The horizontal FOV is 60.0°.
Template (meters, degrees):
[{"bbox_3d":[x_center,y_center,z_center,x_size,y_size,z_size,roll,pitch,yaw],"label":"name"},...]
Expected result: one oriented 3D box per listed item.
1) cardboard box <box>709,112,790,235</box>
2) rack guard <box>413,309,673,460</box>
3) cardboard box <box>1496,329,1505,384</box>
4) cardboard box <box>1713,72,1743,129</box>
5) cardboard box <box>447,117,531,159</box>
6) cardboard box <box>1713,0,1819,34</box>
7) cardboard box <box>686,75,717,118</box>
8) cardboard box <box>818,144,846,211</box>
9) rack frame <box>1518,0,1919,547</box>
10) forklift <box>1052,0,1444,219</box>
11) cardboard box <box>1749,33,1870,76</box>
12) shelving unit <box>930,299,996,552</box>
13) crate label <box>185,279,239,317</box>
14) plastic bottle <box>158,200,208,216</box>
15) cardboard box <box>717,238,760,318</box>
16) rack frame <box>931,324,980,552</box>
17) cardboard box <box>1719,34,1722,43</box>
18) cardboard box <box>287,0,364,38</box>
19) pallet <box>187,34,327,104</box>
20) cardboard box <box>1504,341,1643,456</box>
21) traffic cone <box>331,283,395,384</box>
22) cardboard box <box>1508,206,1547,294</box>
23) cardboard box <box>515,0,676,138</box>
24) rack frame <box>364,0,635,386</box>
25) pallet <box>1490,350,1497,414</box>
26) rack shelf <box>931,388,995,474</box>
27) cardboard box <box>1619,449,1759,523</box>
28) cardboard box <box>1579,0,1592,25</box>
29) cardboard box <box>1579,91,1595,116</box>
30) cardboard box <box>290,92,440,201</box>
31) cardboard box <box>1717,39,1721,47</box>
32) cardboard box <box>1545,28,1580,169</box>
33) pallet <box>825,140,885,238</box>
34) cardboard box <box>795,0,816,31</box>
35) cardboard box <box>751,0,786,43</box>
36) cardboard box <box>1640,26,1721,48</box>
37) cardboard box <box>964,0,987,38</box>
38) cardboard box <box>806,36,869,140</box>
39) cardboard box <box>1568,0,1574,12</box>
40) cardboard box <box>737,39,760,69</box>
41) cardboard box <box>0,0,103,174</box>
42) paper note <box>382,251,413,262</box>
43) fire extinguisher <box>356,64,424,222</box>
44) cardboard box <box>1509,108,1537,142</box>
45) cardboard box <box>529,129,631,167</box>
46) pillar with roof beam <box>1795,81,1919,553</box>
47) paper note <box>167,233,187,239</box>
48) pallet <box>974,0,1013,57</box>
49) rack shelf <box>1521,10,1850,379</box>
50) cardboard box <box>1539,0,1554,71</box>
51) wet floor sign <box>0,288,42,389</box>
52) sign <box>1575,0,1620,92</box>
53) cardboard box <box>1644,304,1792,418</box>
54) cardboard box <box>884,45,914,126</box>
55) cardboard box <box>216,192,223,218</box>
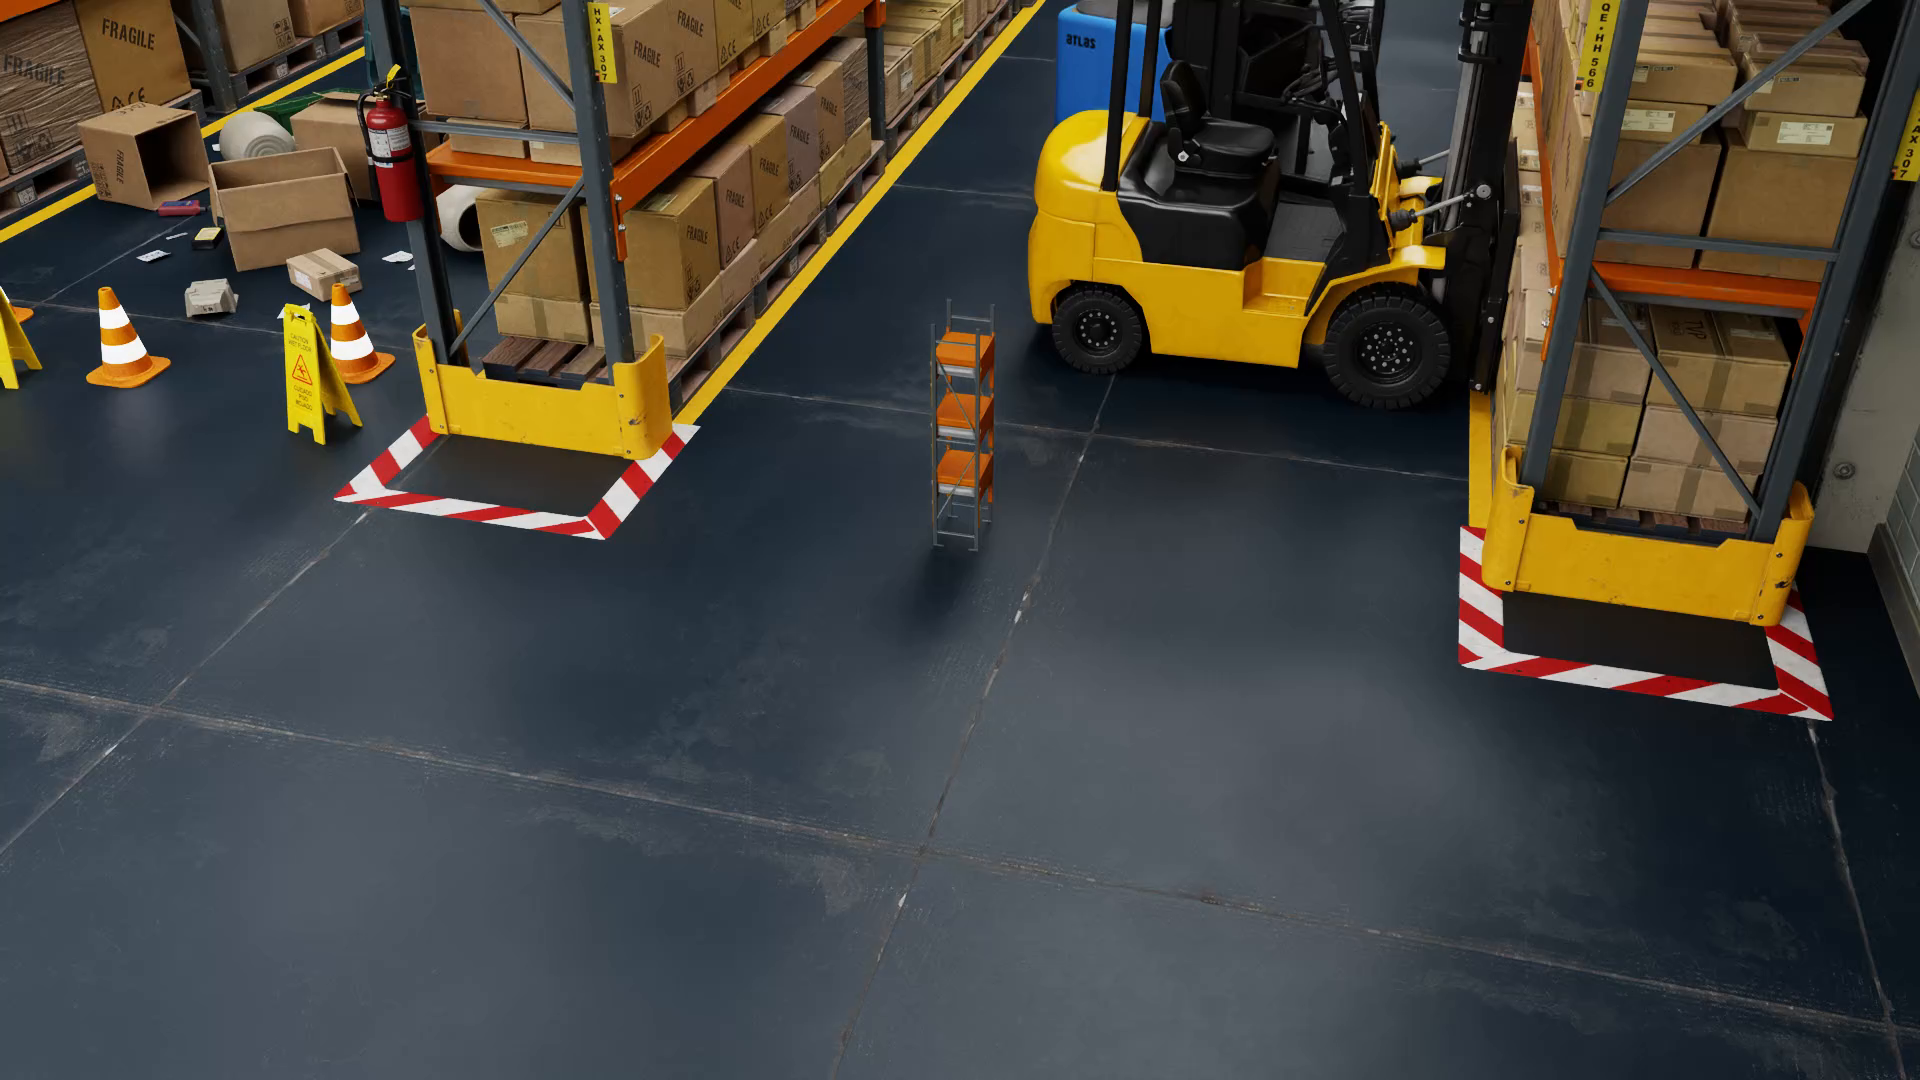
[{"bbox_3d":[-1.267,-2.022,9.107,0.500,0.500,0.500,9,33,13],"label":"cardboard box"},{"bbox_3d":[-1.989,-0.749,7.962,1.175,0.500,0.348,8,33,12],"label":"rack guard"},{"bbox_3d":[2.879,-0.909,8.056,0.500,0.250,0.500,8,33,13],"label":"cardboard box"},{"bbox_3d":[3.132,-1.684,6.405,0.380,0.149,0.250,8,33,12],"label":"cardboard box"},{"bbox_3d":[-2.120,-1.881,7.647,0.380,0.149,0.250,9,34,14],"label":"cardboard box"},{"bbox_3d":[3.358,-2.214,6.961,0.380,0.149,0.250,9,34,14],"label":"cardboard box"},{"bbox_3d":[-1.417,-2.191,8.135,0.380,0.149,0.250,9,33,13],"label":"cardboard box"},{"bbox_3d":[-1.008,-2.236,10.142,0.500,0.250,0.500,7,33,11],"label":"cardboard box"},{"bbox_3d":[2.794,-1.090,6.169,1.000,3.000,0.127,8,33,12],"label":"rack frame"},{"bbox_3d":[2.112,-3.446,9.939,3.031,2.935,1.130,20,38,28],"label":"forklift"},{"bbox_3d":[3.214,-1.806,6.320,0.380,0.149,0.250,9,34,14],"label":"cardboard box"},{"bbox_3d":[0.014,-0.471,7.012,0.215,1.050,0.252,8,33,12],"label":"shelving unit"},{"bbox_3d":[-4.167,-1.346,9.239,0.250,0.136,0.298,-8,33,-13],"label":"crate label"},{"bbox_3d":[-4.887,-2.093,10.486,0.283,0.061,0.133,-3,33,-4],"label":"plastic bottle"},{"bbox_3d":[-1.399,-1.426,8.868,0.500,0.250,0.500,9,34,14],"label":"cardboard box"},{"bbox_3d":[-0.017,-0.408,6.912,0.200,1.050,0.008,8,33,12],"label":"rack frame"},{"bbox_3d":[3.526,-2.204,7.224,0.380,0.149,0.250,9,34,14],"label":"cardboard box"},{"bbox_3d":[-5.488,-4.524,13.275,1.050,0.750,0.750,8,33,12],"label":"cardboard box"},{"bbox_3d":[-5.684,-3.695,12.866,1.003,0.211,1.213,8,33,12],"label":"pallet"},{"bbox_3d":[2.615,-0.613,7.124,0.500,0.250,0.500,8,33,12],"label":"cardboard box"},{"bbox_3d":[-3.147,-1.092,8.537,0.336,0.463,0.334,8,33,12],"label":"traffic cone"},{"bbox_3d":[2.852,-1.339,7.801,0.500,0.250,0.500,8,33,13],"label":"cardboard box"},{"bbox_3d":[-1.620,-2.140,7.450,0.500,0.500,0.500,8,33,12],"label":"cardboard box"},{"bbox_3d":[-2.008,-1.764,7.229,1.000,3.000,0.127,8,33,12],"label":"rack frame"},{"bbox_3d":[3.259,-0.947,8.543,1.003,0.211,1.213,8,33,12],"label":"pallet"},{"bbox_3d":[0.014,-0.462,7.018,0.215,0.259,0.240,8,33,12],"label":"rack shelf"},{"bbox_3d":[3.108,-0.335,7.153,0.500,0.250,0.500,8,33,13],"label":"cardboard box"},{"bbox_3d":[2.848,-2.287,7.077,0.380,0.149,0.250,9,33,14],"label":"cardboard box"},{"bbox_3d":[2.647,-1.761,6.526,0.380,0.149,0.250,9,33,13],"label":"cardboard box"},{"bbox_3d":[-3.782,-2.510,10.603,0.797,0.637,0.503,8,33,12],"label":"cardboard box"},{"bbox_3d":[3.423,-1.887,7.329,0.500,0.500,0.500,8,33,12],"label":"cardboard box"},{"bbox_3d":[2.935,-1.958,7.440,0.500,0.500,0.500,7,33,11],"label":"cardboard box"},{"bbox_3d":[-1.129,-2.310,10.686,1.003,0.211,1.213,8,33,12],"label":"pallet"},{"bbox_3d":[-1.034,-2.998,9.404,0.380,0.149,0.250,8,33,12],"label":"cardboard box"},{"bbox_3d":[-1.242,-2.939,8.706,0.500,0.500,0.500,7,33,11],"label":"cardboard box"},{"bbox_3d":[2.714,-1.879,6.434,0.380,0.149,0.250,8,33,12],"label":"cardboard box"},{"bbox_3d":[-0.310,-4.308,13.288,0.950,0.372,0.625,7,33,11],"label":"cardboard box"},{"bbox_3d":[-0.883,-2.830,10.378,0.500,0.500,0.500,8,33,12],"label":"cardboard box"},{"bbox_3d":[3.062,-2.553,7.772,0.380,0.149,0.250,7,33,11],"label":"cardboard box"},{"bbox_3d":[-1.279,-2.608,8.791,0.380,0.149,0.250,7,33,11],"label":"cardboard box"},{"bbox_3d":[-6.259,-2.957,10.694,0.875,0.875,0.875,8,33,13],"label":"cardboard box"},{"bbox_3d":[-3.333,-1.688,9.888,0.148,0.019,0.142,20,38,29],"label":"paper note"},{"bbox_3d":[-2.483,-1.735,7.255,0.296,0.674,0.183,8,33,12],"label":"fire extinguisher"},{"bbox_3d":[3.243,-2.132,9.048,0.500,0.250,0.500,8,33,12],"label":"cardboard box"},{"bbox_3d":[-1.722,-1.806,7.529,0.380,0.149,0.250,8,33,13],"label":"cardboard box"},{"bbox_3d":[-0.321,-4.447,5.857,9.100,9.000,0.400,8,33,12],"label":"pillar with roof beam"},{"bbox_3d":[-4.787,-1.859,10.165,0.032,0.001,0.123,28,42,36],"label":"paper note"},{"bbox_3d":[-0.178,-4.333,13.870,1.003,0.211,1.213,8,33,12],"label":"pallet"},{"bbox_3d":[3.302,-1.825,7.995,1.077,0.370,4.000,8,33,12],"label":"rack shelf"},{"bbox_3d":[3.328,-2.741,8.672,0.500,0.500,0.500,9,33,13],"label":"cardboard box"},{"bbox_3d":[-4.914,-1.107,8.391,0.267,0.644,0.232,3,33,4],"label":"wet floor sign"},{"bbox_3d":[2.273,-1.760,5.922,0.100,0.325,0.005,8,33,12],"label":"sign"},{"bbox_3d":[3.099,-0.753,6.878,0.500,0.250,0.500,8,33,12],"label":"cardboard box"},{"bbox_3d":[-0.862,-3.181,11.515,0.950,0.372,0.625,8,33,13],"label":"cardboard box"},{"bbox_3d":[-4.461,-2.165,10.408,0.396,0.266,0.258,14,35,21],"label":"cardboard box"}]
